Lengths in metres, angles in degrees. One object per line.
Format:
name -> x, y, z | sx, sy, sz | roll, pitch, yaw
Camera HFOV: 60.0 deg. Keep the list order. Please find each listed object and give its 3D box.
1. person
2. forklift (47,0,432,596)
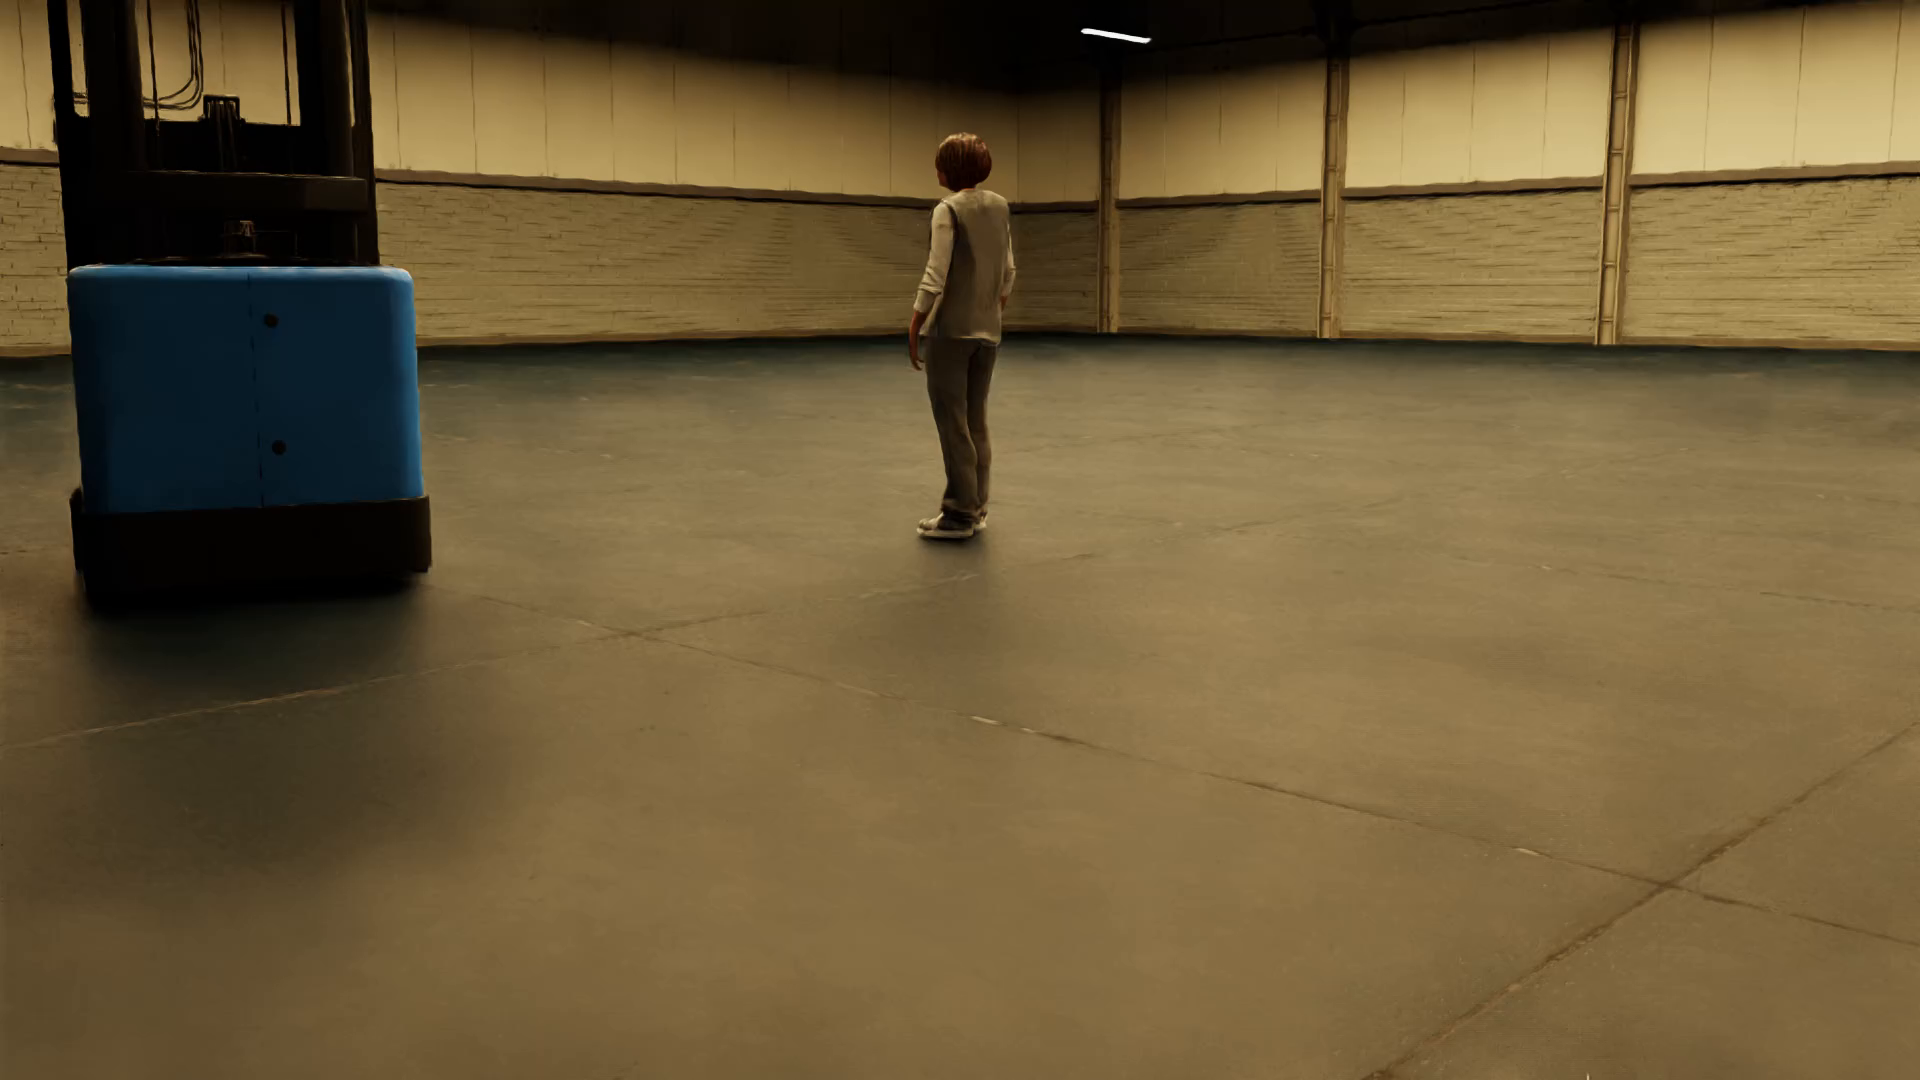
person -> -0.044, -0.806, 6.658 | 0.474, 1.597, 0.521 | 8, 12, 43
forklift -> -2.899, -1.450, 6.506 | 1.130, 2.935, 3.031 | -4, 10, -26
